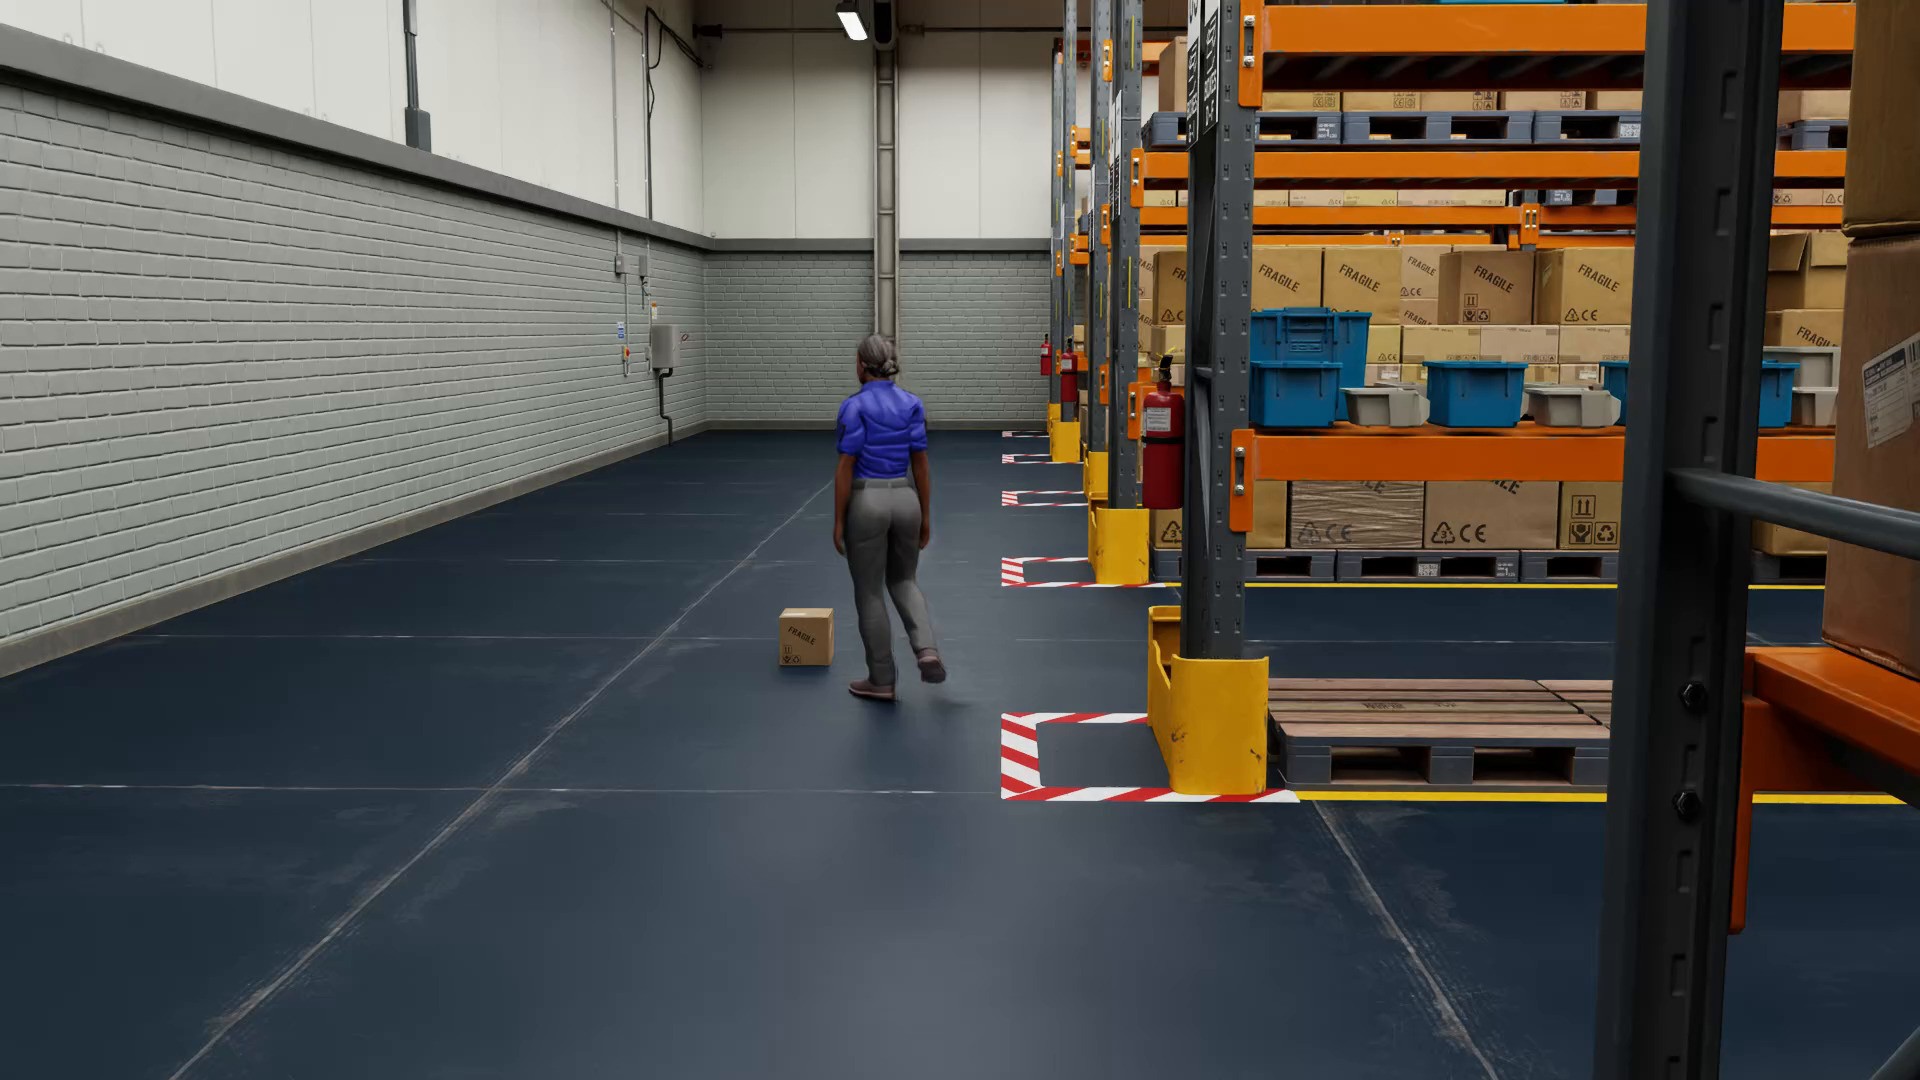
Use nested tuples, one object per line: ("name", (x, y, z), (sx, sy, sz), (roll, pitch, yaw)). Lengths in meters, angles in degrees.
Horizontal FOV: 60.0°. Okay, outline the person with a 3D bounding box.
("person", (-0.328, -0.100, 7.542), (0.509, 1.656, 0.452), (-4, 9, -31))
